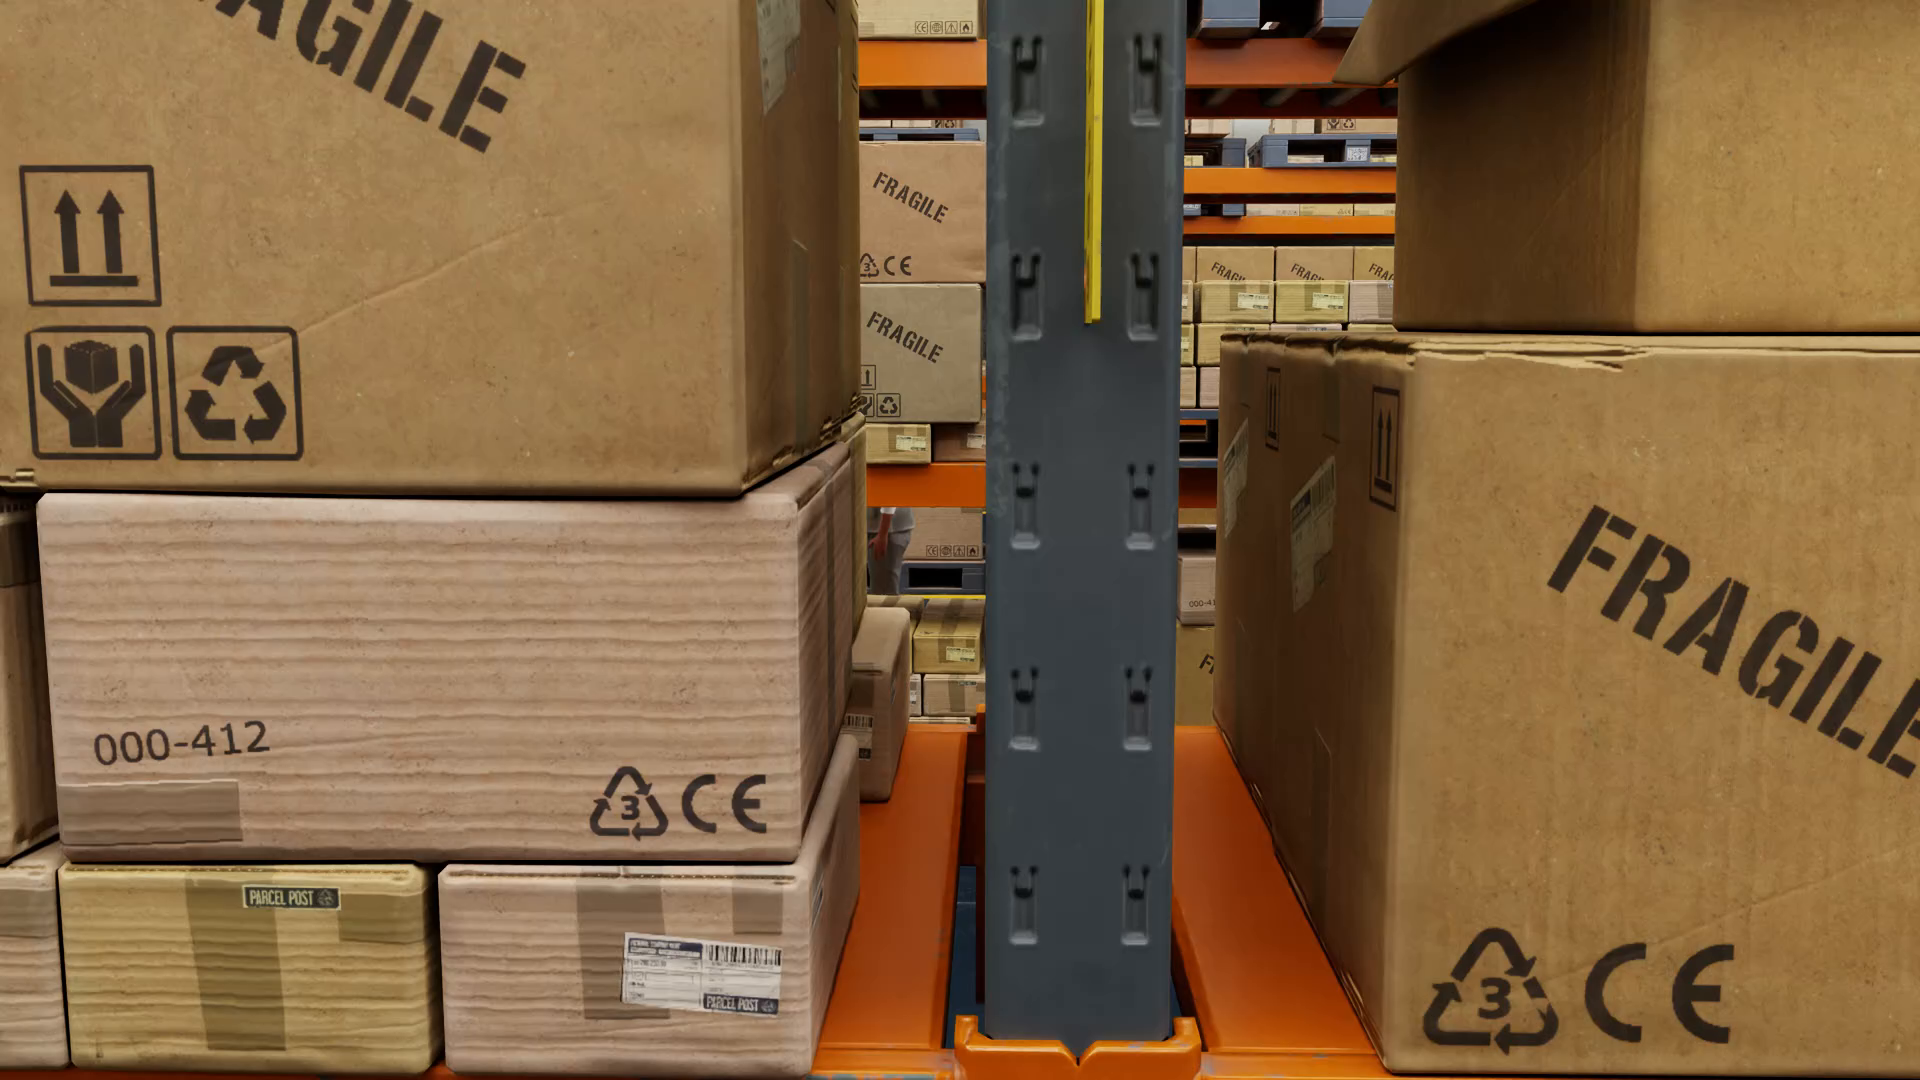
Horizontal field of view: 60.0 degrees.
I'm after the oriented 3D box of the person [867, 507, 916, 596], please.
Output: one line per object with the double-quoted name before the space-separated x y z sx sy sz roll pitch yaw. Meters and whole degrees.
"person" -0.361 -0.034 8.084 0.311 1.598 0.404 -1 7 -6
